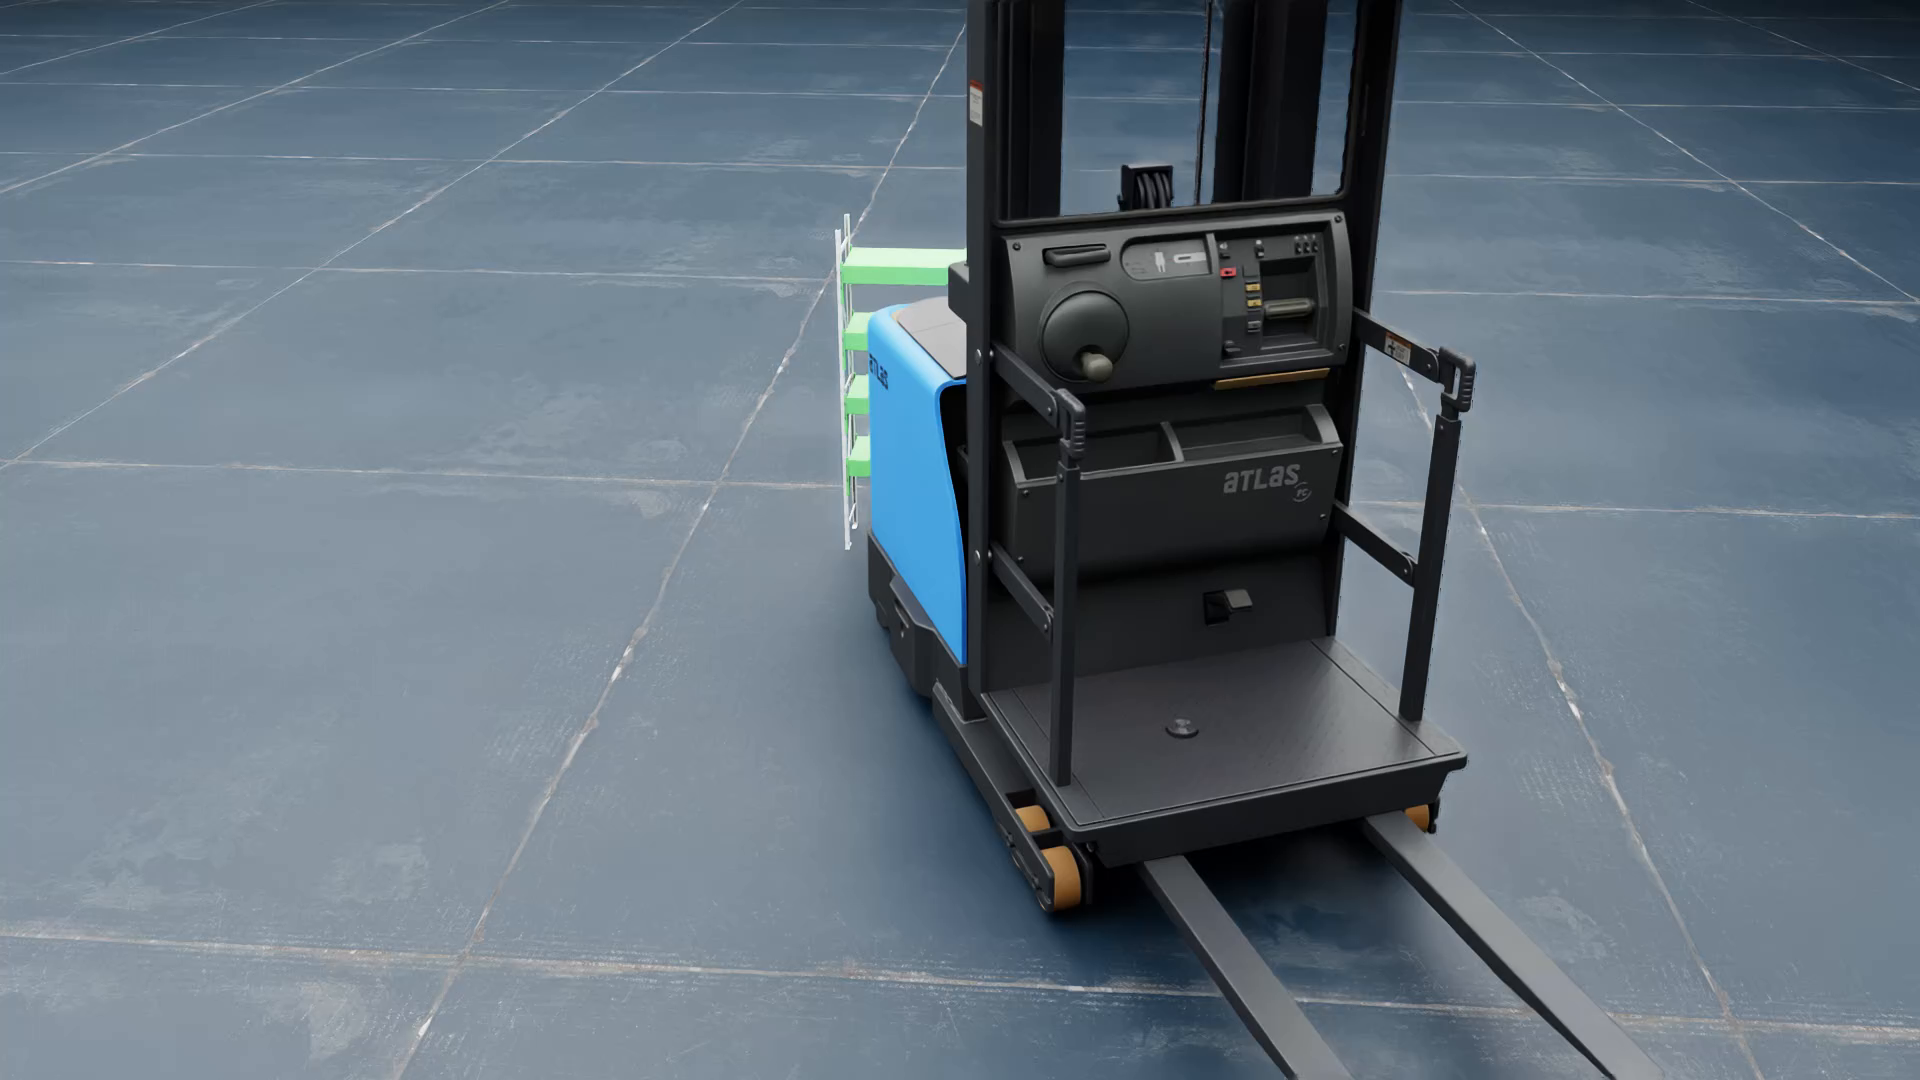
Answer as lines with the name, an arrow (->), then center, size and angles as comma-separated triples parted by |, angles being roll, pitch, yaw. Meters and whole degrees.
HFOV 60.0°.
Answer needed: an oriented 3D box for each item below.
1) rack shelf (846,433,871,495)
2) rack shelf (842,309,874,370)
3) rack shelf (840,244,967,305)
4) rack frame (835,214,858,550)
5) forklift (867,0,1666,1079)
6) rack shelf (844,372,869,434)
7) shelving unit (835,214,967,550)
rack shelf -> -0.165, -0.274, 6.138 | 0.480, 0.148, 0.258 | 2, 25, 4
rack shelf -> -0.165, -0.710, 5.937 | 0.480, 0.148, 0.258 | 2, 25, 4
rack shelf -> -0.165, -0.928, 5.837 | 0.480, 0.148, 0.258 | 2, 25, 4
rack frame -> -0.408, -0.558, 6.028 | 0.015, 1.200, 0.240 | 2, 25, 4
forklift -> 0.632, -0.580, 4.004 | 1.130, 2.935, 3.031 | -8, 26, -16
rack shelf -> -0.165, -0.492, 6.037 | 0.480, 0.148, 0.258 | 2, 25, 4
shelving unit -> -0.165, -0.550, 6.011 | 0.503, 1.200, 0.258 | 2, 25, 4
